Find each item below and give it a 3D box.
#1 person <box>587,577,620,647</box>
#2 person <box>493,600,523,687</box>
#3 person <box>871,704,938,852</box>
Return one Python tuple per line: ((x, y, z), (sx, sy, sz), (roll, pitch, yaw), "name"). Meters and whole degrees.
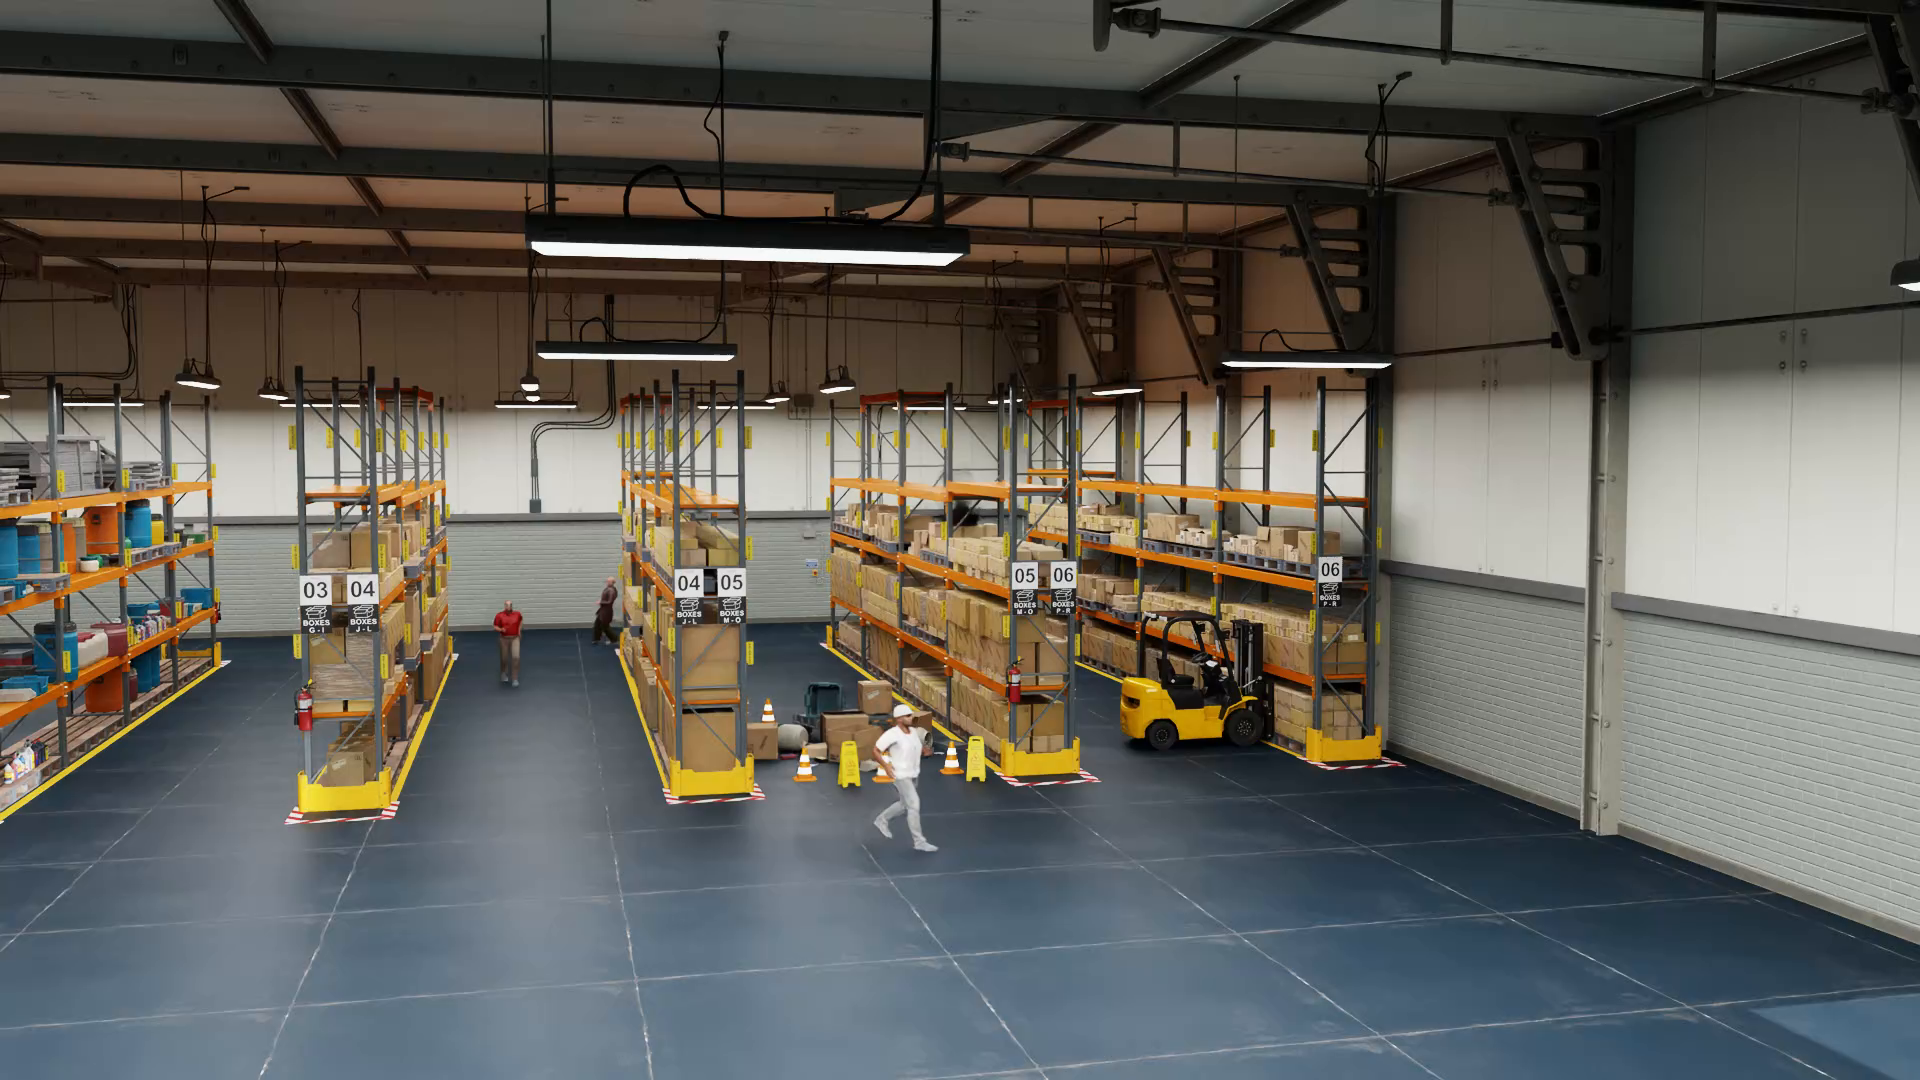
((-8.615, 1.751, 40.229), (0.771, 1.757, 0.806), (-1, 4, -15), "person")
((-9.284, 2.107, 34.200), (0.611, 1.774, 0.893), (-1, 4, -21), "person")
((-0.673, 2.879, 20.333), (0.992, 1.745, 0.703), (2, 4, 30), "person")
